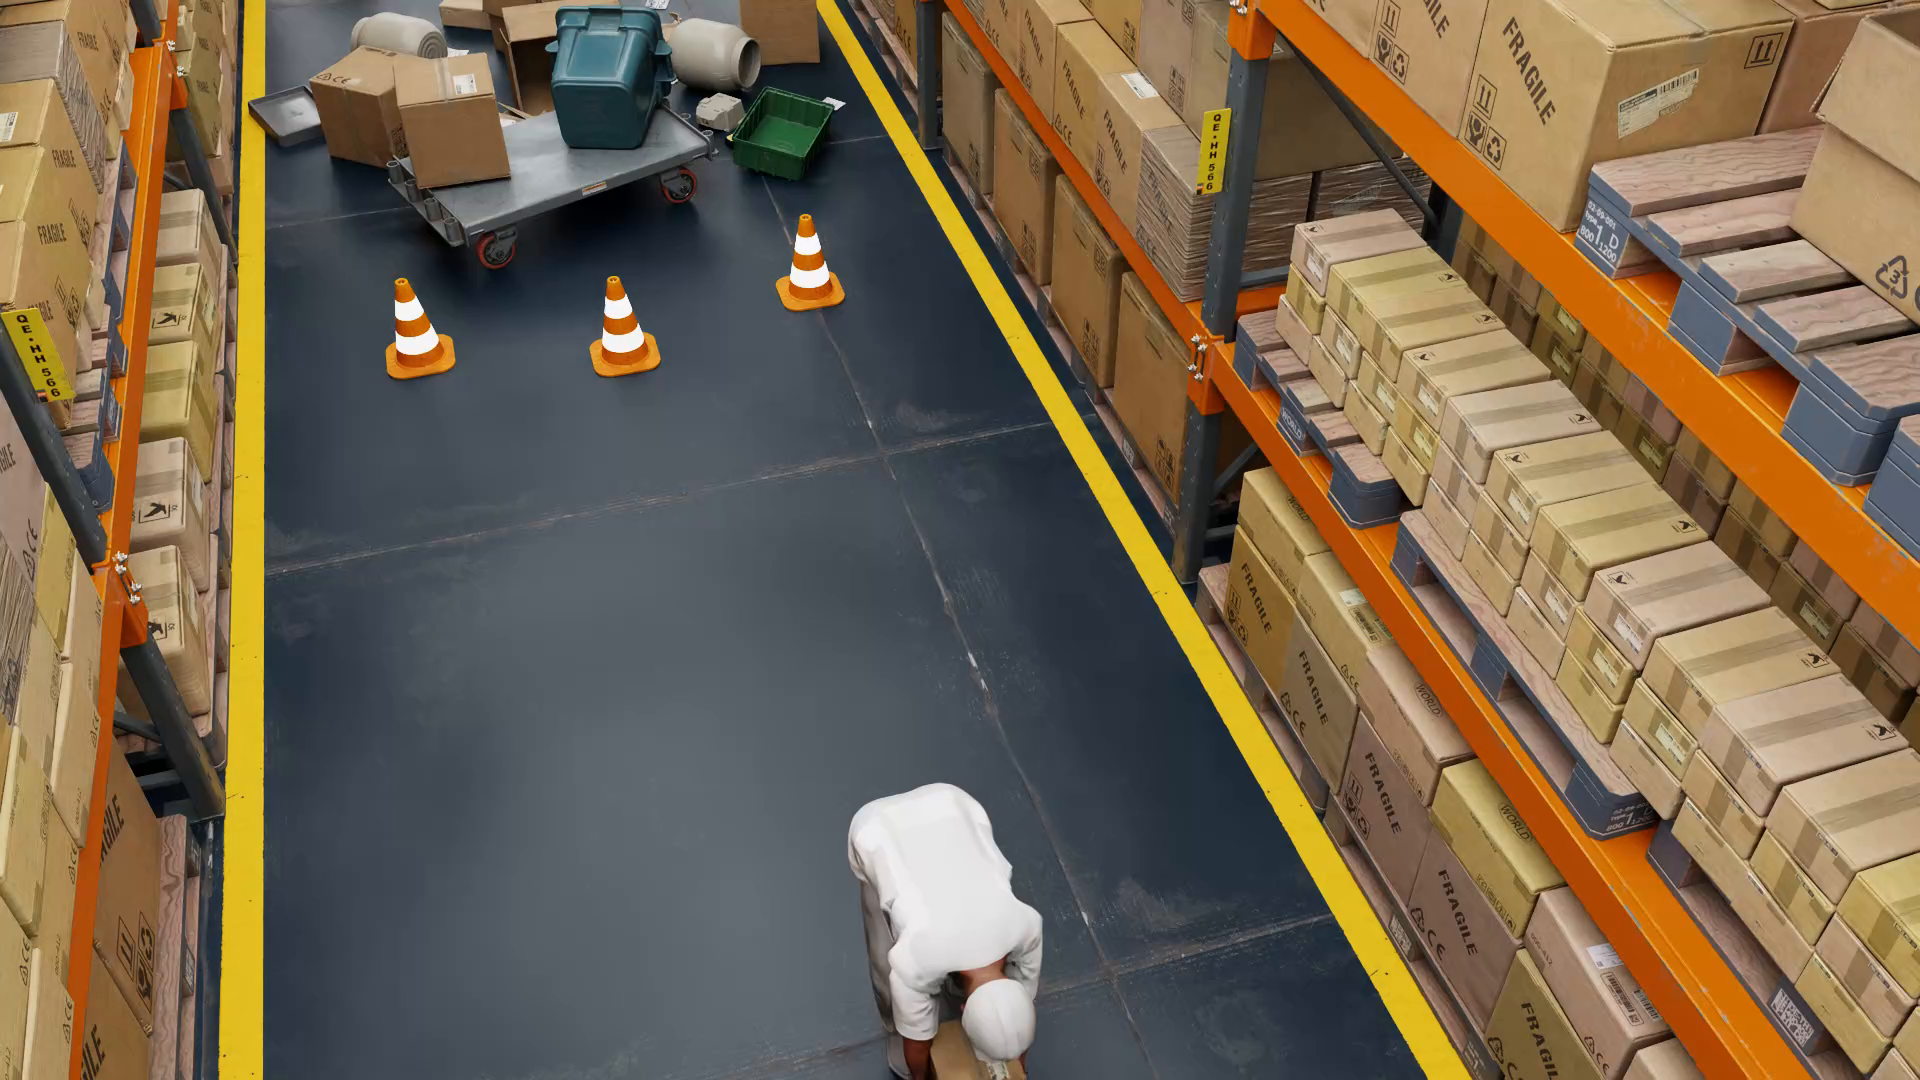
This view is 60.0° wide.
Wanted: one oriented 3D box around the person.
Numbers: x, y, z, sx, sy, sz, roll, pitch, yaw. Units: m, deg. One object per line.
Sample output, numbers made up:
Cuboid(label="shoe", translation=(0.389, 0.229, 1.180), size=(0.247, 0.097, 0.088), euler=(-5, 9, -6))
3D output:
Cuboid(label="person", translation=(-0.071, 0.968, 5.072), size=(0.633, 1.759, 0.462), euler=(-14, 44, -15))
